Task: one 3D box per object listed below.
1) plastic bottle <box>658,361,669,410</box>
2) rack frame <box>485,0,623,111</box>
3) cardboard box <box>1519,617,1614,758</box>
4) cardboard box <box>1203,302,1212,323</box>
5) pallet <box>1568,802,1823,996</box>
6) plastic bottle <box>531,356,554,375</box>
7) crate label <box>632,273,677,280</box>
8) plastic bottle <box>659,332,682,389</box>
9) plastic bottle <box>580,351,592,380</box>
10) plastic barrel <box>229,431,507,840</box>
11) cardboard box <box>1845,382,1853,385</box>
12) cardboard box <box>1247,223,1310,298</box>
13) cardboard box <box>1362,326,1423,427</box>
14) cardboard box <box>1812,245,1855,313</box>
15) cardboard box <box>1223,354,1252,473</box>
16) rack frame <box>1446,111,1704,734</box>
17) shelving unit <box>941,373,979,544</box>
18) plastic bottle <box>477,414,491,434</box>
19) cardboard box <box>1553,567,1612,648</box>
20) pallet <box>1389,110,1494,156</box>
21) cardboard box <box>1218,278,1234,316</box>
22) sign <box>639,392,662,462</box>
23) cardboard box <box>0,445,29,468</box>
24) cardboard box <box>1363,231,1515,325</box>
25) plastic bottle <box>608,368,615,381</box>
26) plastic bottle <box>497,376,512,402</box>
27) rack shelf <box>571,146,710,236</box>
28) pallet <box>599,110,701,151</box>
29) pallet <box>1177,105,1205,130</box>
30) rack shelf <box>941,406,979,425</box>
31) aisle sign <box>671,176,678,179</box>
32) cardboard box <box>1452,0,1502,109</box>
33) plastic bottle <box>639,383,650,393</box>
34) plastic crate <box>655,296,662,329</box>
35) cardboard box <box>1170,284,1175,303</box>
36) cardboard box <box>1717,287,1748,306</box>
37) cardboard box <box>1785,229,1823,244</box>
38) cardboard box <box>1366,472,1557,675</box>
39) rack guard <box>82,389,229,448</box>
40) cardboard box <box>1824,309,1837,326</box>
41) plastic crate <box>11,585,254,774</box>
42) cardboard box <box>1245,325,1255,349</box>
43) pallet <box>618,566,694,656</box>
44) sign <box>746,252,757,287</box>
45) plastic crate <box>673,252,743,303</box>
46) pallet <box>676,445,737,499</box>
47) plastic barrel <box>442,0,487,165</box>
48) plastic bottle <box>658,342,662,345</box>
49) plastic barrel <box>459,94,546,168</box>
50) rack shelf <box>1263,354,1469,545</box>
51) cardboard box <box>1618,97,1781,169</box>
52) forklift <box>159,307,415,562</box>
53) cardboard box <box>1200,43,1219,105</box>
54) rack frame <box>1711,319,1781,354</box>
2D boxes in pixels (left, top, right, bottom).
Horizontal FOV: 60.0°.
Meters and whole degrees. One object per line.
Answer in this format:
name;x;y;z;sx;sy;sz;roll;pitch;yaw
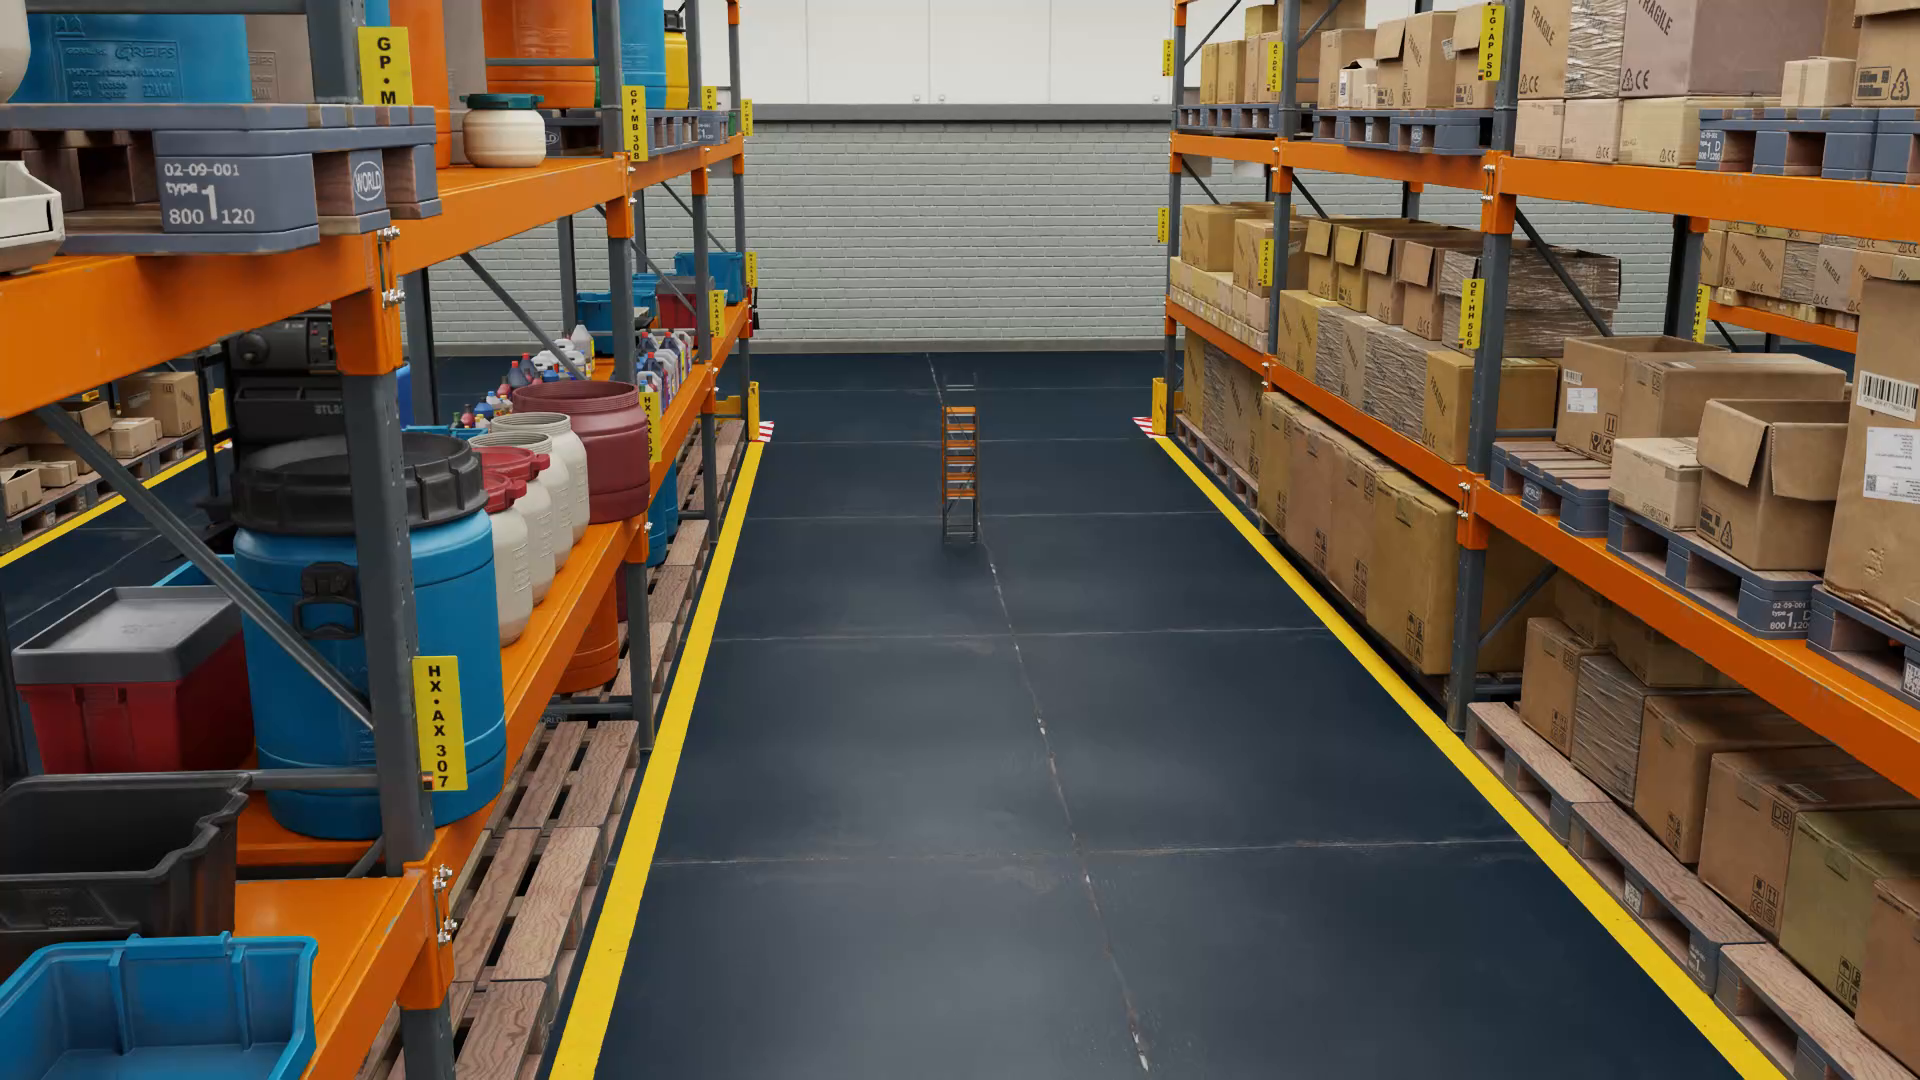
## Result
plastic bottle;-1.754;-0.914;9.793;0.061;0.283;0.133;-1;14;-3
rack frame;-1.989;-3.338;6.942;1.000;3.000;0.127;-1;14;-3
cardboard box;3.016;0.654;7.597;0.700;0.500;0.500;-2;15;-6
cardboard box;2.248;-1.902;13.901;0.380;0.149;0.250;-1;14;-5
pallet;3.074;1.338;6.402;1.003;0.211;1.213;-1;14;-3
plastic bottle;-2.517;-0.959;9.982;0.152;0.276;0.135;-1;14;-3
crate label;-2.798;-2.304;15.177;0.416;0.233;0.303;-1;14;-3
plastic bottle;-1.842;-1.134;10.515;0.144;0.351;0.185;-1;14;-3
plastic bottle;-2.443;-1.126;10.782;0.097;0.201;0.097;0;14;0
plastic barrel;-1.463;0.218;4.152;0.600;0.901;0.708;-1;14;-3
cardboard box;7.755;-1.342;14.909;0.380;0.149;0.250;-1;15;-6
cardboard box;2.411;-2.049;12.170;0.500;0.500;0.500;0;14;-2
cardboard box;2.616;-0.930;9.420;0.500;0.500;0.500;-1;14;-5
cardboard box;7.291;-2.117;13.437;0.500;0.500;0.500;-1;14;-4
cardboard box;2.690;-1.068;13.578;0.875;0.875;0.875;-1;14;-3
rack frame;2.954;-0.509;7.987;1.000;3.000;0.127;-1;14;-3
shelving unit;0.001;-0.577;11.863;0.258;1.200;0.189;-1;14;-3
plastic bottle;-2.449;-0.541;8.509;0.097;0.201;0.097;0;14;0
cardboard box;3.026;0.291;7.504;0.500;0.250;0.500;0;14;-1
pallet;2.861;-2.030;8.256;1.213;0.211;1.003;0;14;-1
cardboard box;2.351;-1.937;13.239;0.500;0.250;0.500;-1;14;-2
sign;-1.441;-0.522;7.709;0.100;0.325;0.005;-1;14;-3
cardboard box;-7.546;-0.587;12.801;0.500;0.311;0.500;-1;14;-3
cardboard box;2.839;-1.555;9.835;0.797;0.503;0.637;0;14;-2
plastic bottle;-1.929;-0.871;9.489;0.144;0.351;0.185;-1;14;-3
plastic bottle;-2.511;-0.755;9.174;0.061;0.283;0.133;-1;14;-3
rack shelf;-2.113;-2.035;9.339;1.077;0.370;4.000;-1;14;-3
pallet;-2.018;-2.314;9.358;1.003;0.211;1.213;-1;14;-3
pallet;2.515;-3.725;14.640;1.003;0.211;1.213;-1;14;-3
rack shelf;0.001;-0.883;11.784;0.258;0.103;0.180;-1;14;-3
aisle sign;-2.786;-3.695;15.150;0.394;0.787;0.004;-1;14;-3
cardboard box;2.845;-2.366;8.133;0.797;0.503;0.637;0;14;0
plastic bottle;-1.725;-0.718;9.056;0.097;0.271;0.097;0;14;0
plastic crate;-2.148;-1.782;13.050;0.437;0.282;0.530;-1;14;-3
cardboard box;2.151;-2.284;15.388;0.380;0.149;0.250;-1;14;-3
cardboard box;7.128;-2.213;15.111;0.380;0.149;0.250;-1;14;-5
cardboard box;7.261;-2.730;13.812;0.500;0.500;0.500;-1;14;-5
cardboard box;2.932;0.144;8.867;1.225;0.875;0.875;-2;15;-6
rack guard;-7.424;-1.118;15.367;1.175;0.500;0.348;-1;14;-3
cardboard box;7.329;-1.827;13.611;0.380;0.149;0.250;-1;14;-4
plastic crate;-2.077;0.415;4.265;0.402;0.464;0.583;-1;14;-3
cardboard box;2.344;-1.518;12.409;0.380;0.149;0.250;-1;14;-2
pallet;-2.152;0.419;9.973;1.003;0.211;1.213;-1;14;-3
sign;-1.937;-2.514;15.451;0.100;0.325;0.005;-1;14;-3
plastic crate;-2.278;-2.388;15.098;0.616;0.435;0.499;-1;14;-3
pallet;-2.400;-0.564;13.794;1.003;0.211;1.213;-1;14;-3
plastic barrel;-2.155;-1.921;6.446;0.600;0.901;0.600;0;14;0
plastic bottle;-2.013;-1.232;11.194;0.097;0.201;0.097;0;14;0
plastic barrel;-1.677;-1.506;6.118;0.301;0.262;0.301;0;14;0
rack shelf;2.830;-0.658;10.010;1.077;0.370;4.000;-1;14;-3
cardboard box;2.802;-1.513;6.170;0.500;0.250;0.500;-1;14;-2
forklift;-4.788;-1.448;11.772;1.130;2.935;3.031;0;14;0
cardboard box;2.459;-3.982;14.218;0.700;0.500;0.500;-1;14;-5
rack frame;7.415;-2.551;15.919;1.000;3.000;0.127;-1;14;-3
